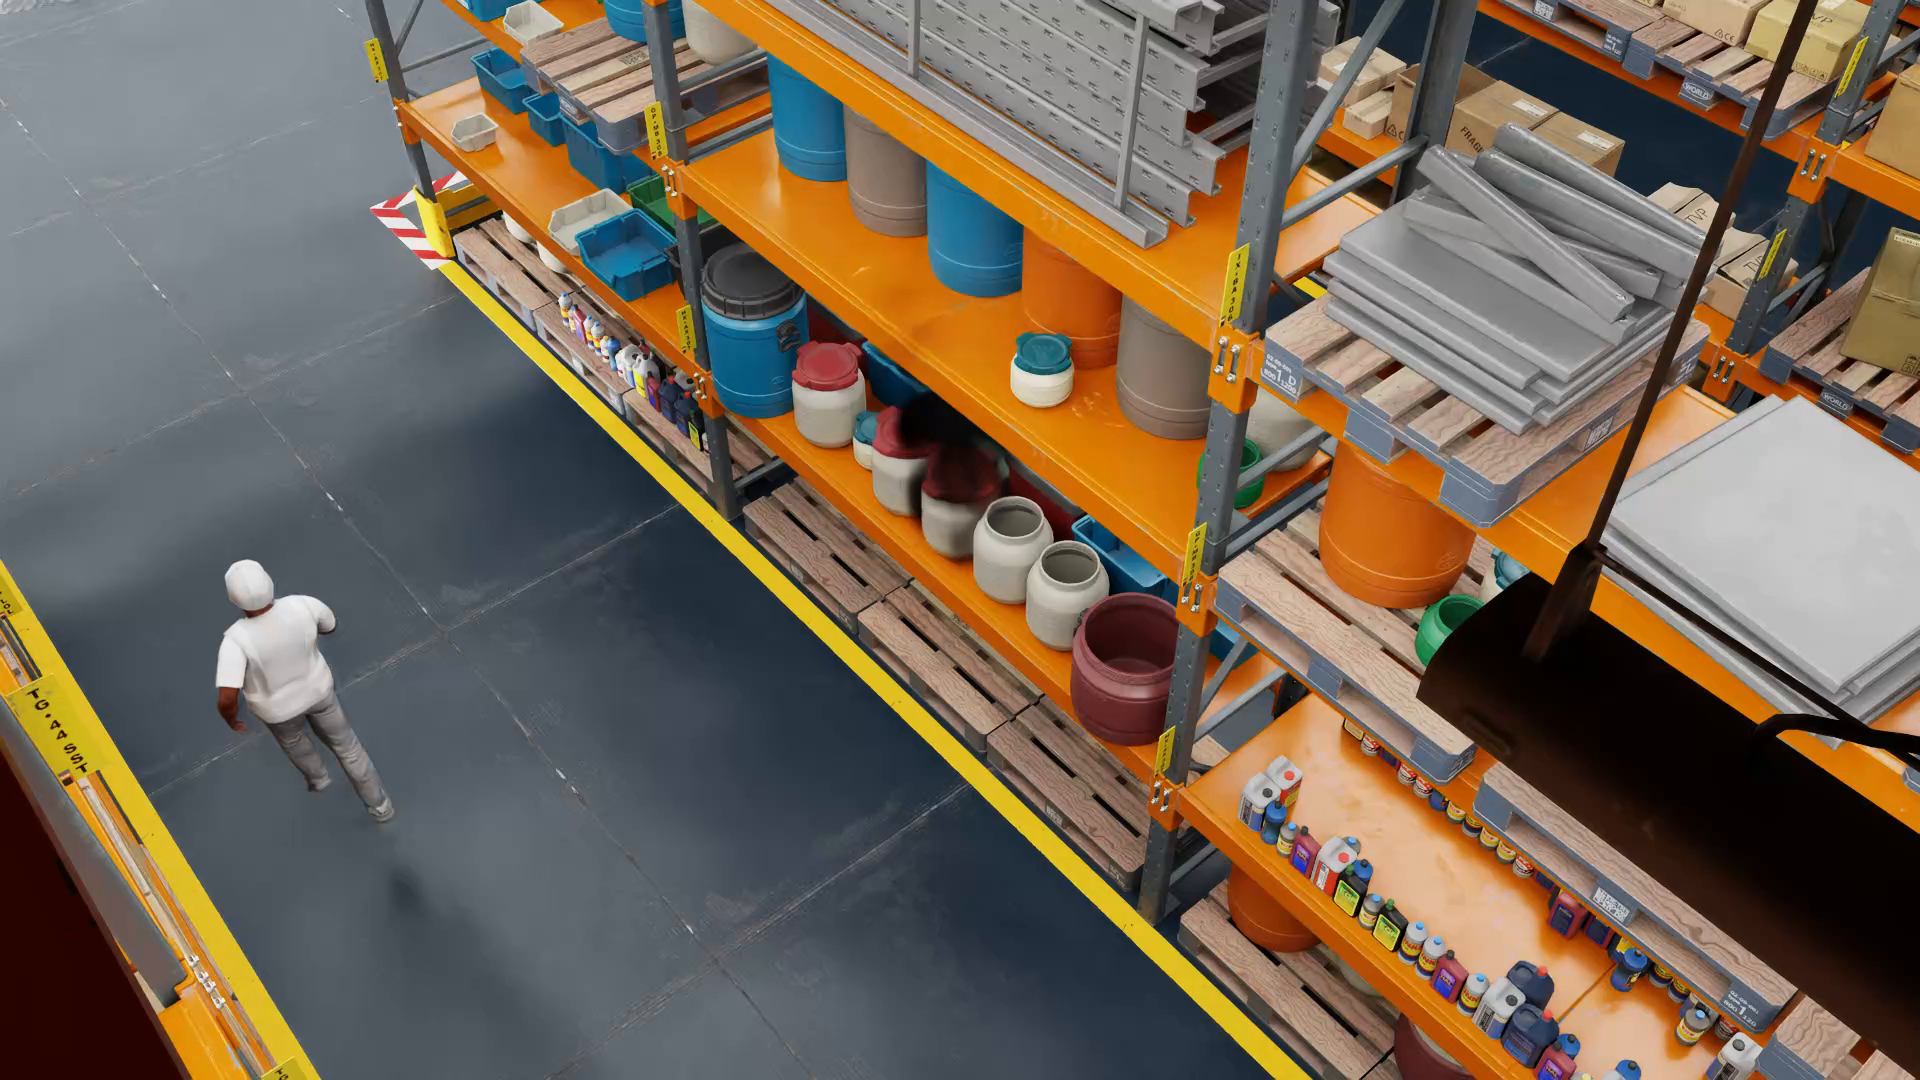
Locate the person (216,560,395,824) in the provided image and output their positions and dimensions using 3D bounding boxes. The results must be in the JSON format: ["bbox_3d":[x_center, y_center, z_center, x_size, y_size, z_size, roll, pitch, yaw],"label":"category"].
[{"bbox_3d":[-3.451,0.832,8.617,0.710,1.868,0.850,-30,54,-26],"label":"person"}]
